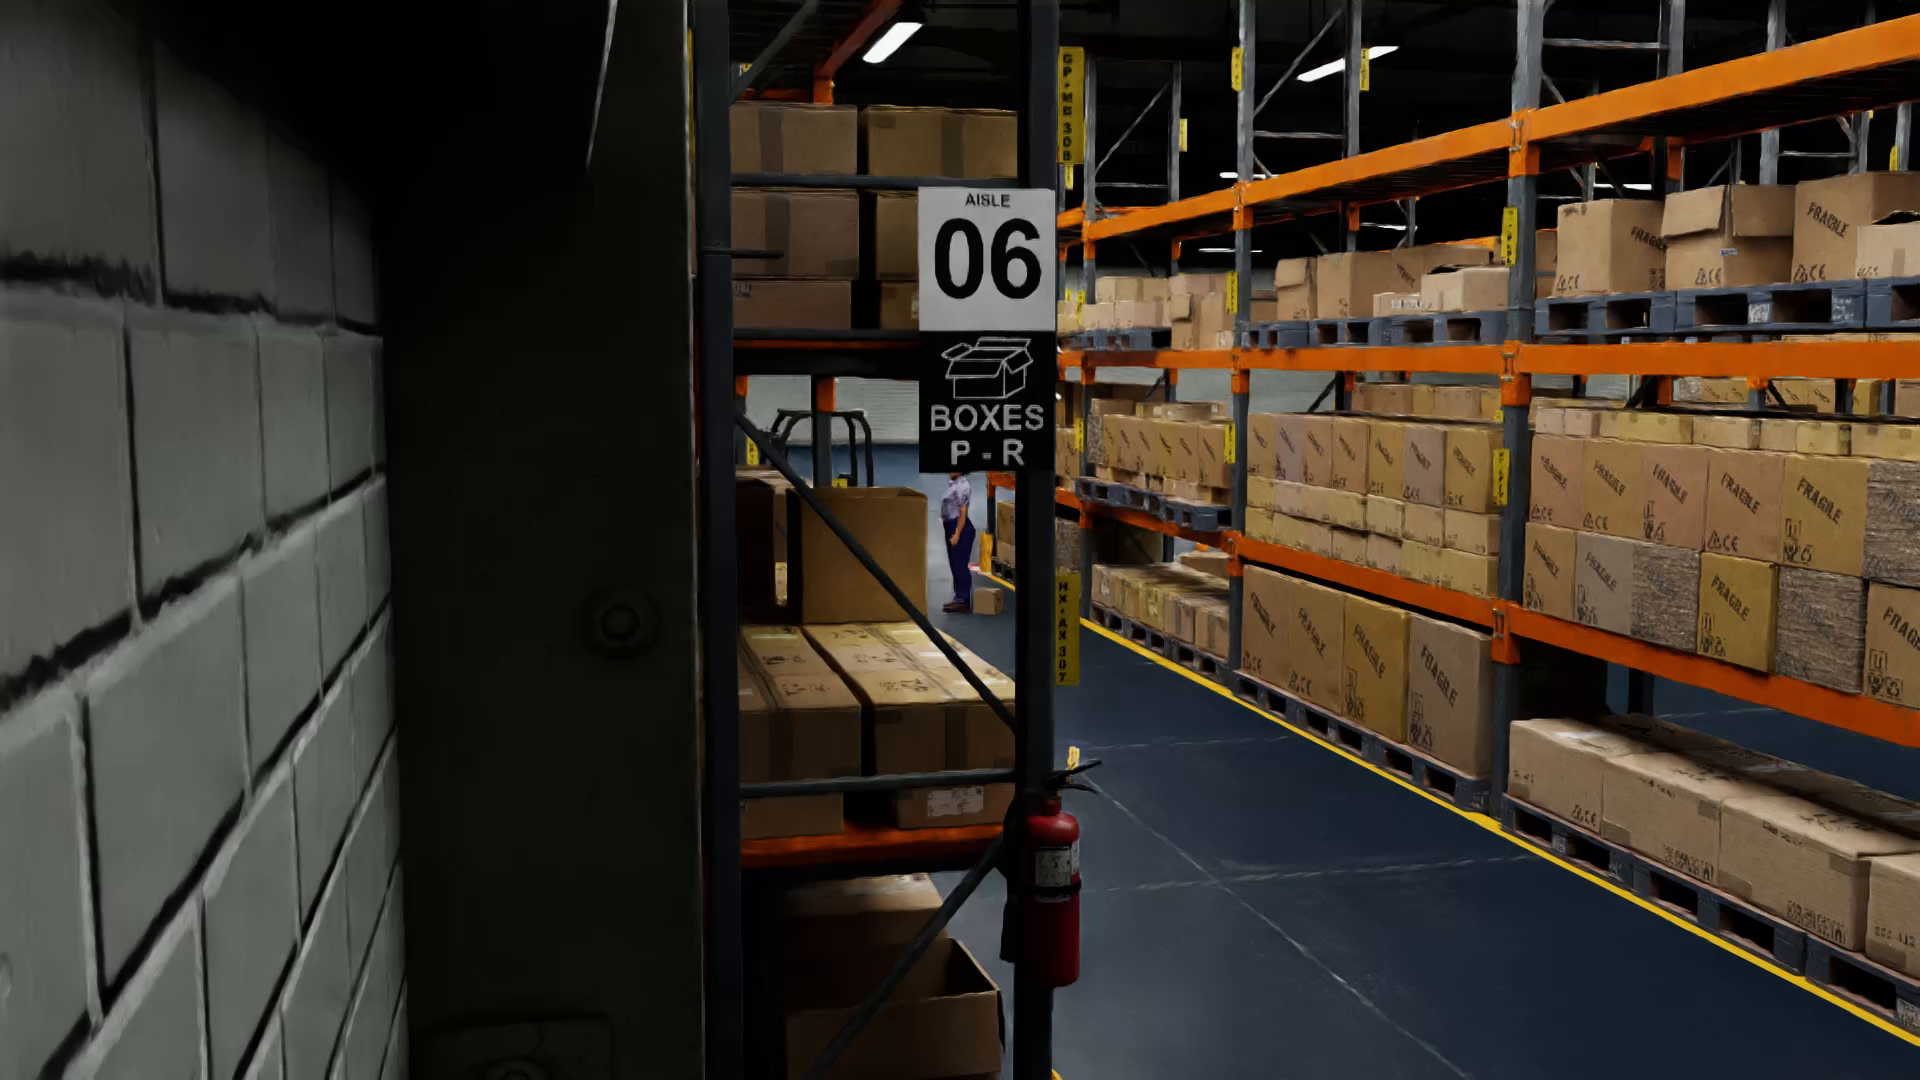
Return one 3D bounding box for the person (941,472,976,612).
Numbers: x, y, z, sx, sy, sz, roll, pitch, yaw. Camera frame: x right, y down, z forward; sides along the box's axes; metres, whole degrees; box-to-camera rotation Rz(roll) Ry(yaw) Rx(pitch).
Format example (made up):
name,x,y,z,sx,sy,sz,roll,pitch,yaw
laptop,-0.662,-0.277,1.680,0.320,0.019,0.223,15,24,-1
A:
name,x,y,z,sx,sy,sz,roll,pitch,yaw
person,-0.033,-0.062,17.941,0.365,1.661,0.532,-1,6,-10
